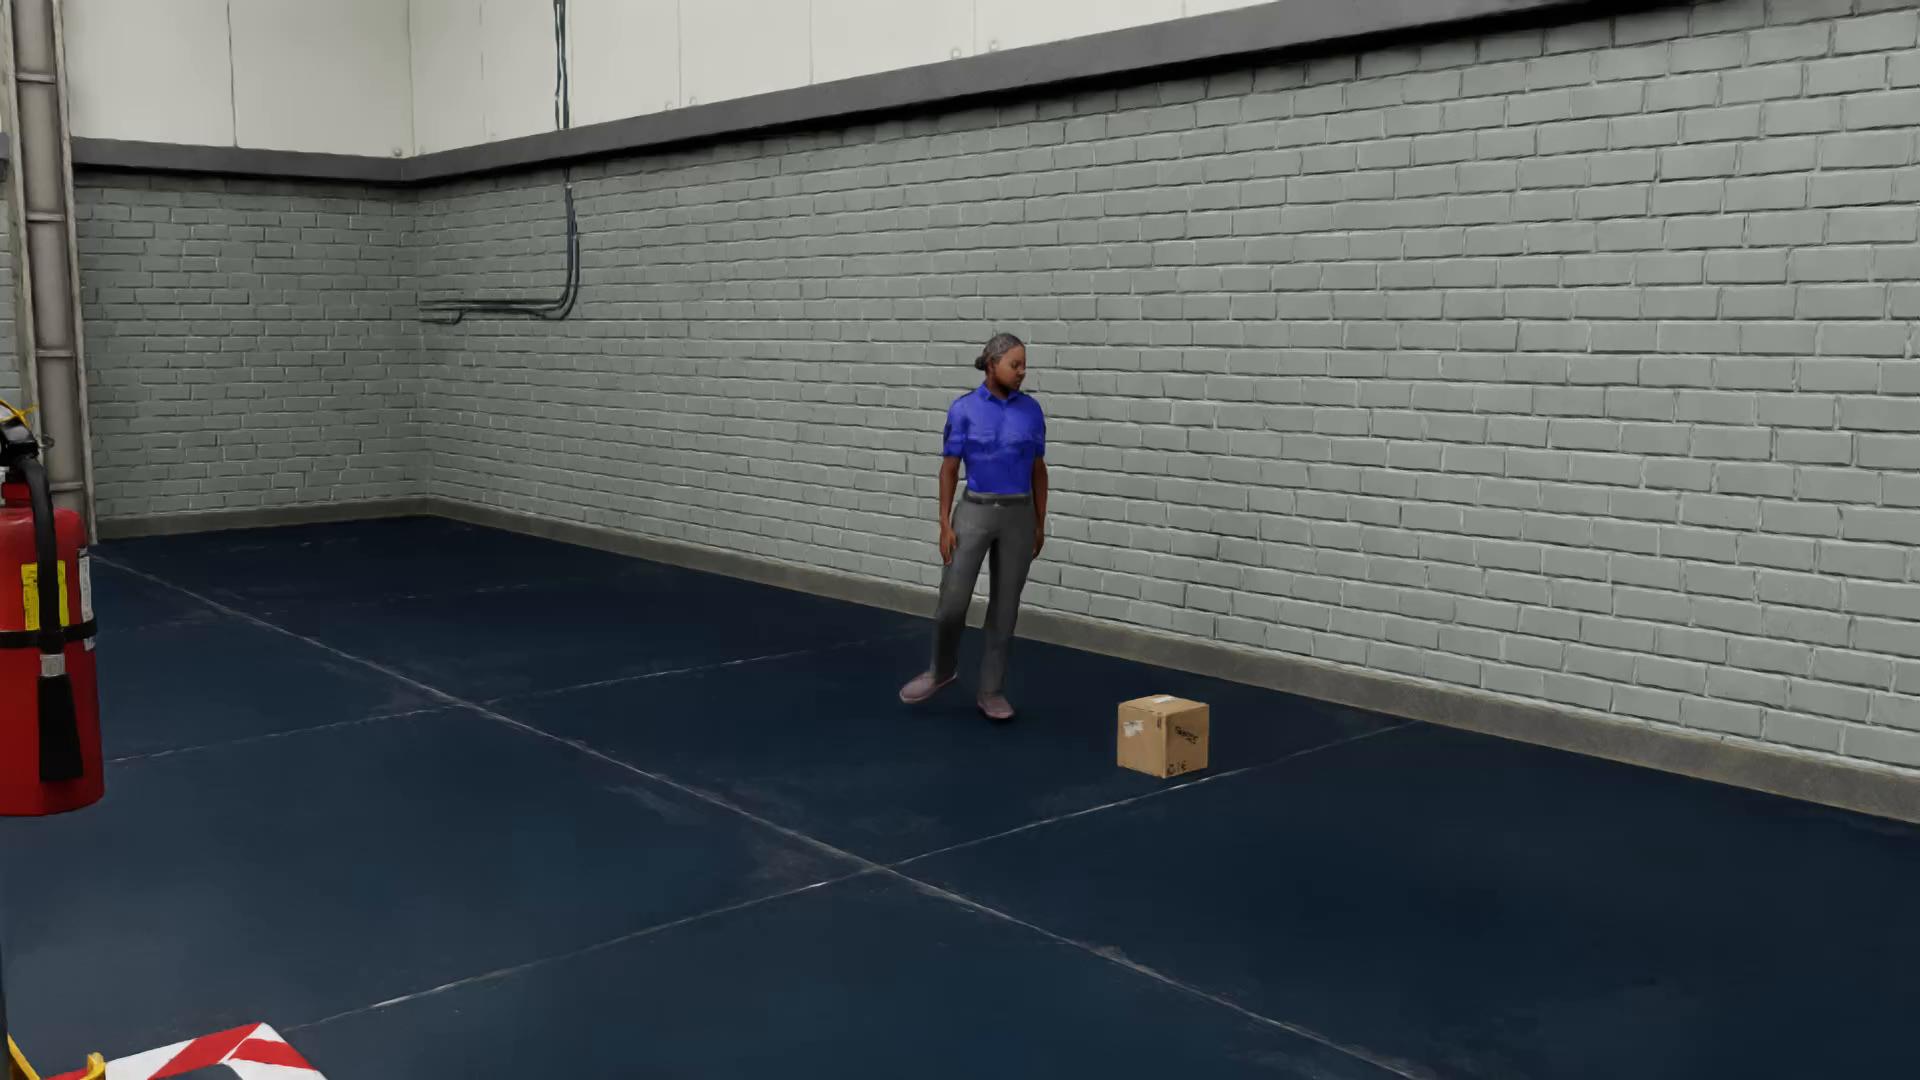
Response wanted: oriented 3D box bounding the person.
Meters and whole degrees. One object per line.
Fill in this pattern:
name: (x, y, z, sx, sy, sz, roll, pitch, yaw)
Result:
person: (0.068, -0.057, 7.157, 0.637, 1.638, 0.433, -2, 8, -13)
